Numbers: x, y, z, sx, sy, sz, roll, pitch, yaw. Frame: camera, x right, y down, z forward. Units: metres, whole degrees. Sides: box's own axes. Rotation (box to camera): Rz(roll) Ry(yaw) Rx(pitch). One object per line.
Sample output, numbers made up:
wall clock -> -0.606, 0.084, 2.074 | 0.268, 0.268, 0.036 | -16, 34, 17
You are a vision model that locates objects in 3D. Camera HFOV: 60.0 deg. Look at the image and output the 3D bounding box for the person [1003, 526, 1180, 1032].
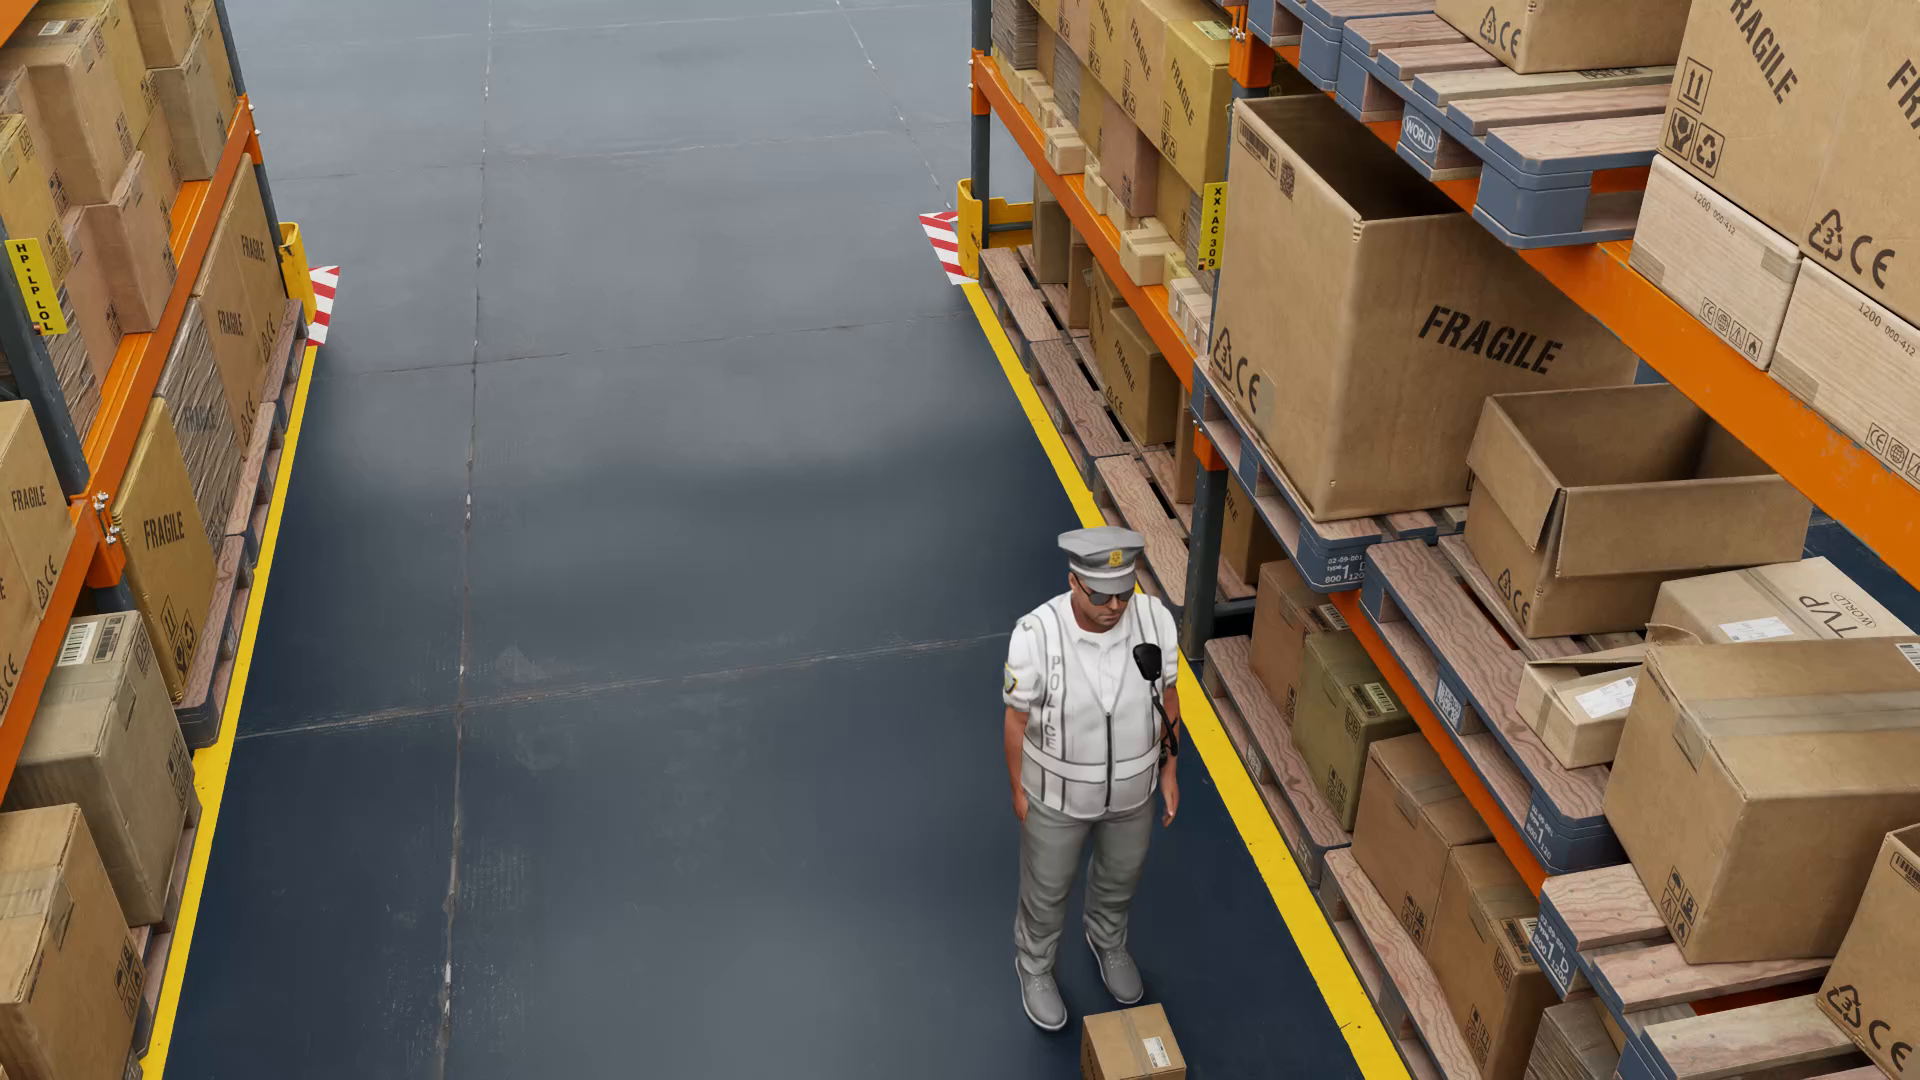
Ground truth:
person -> 0.406, 0.736, 5.057 | 0.538, 1.787, 0.407 | -8, 35, -12
